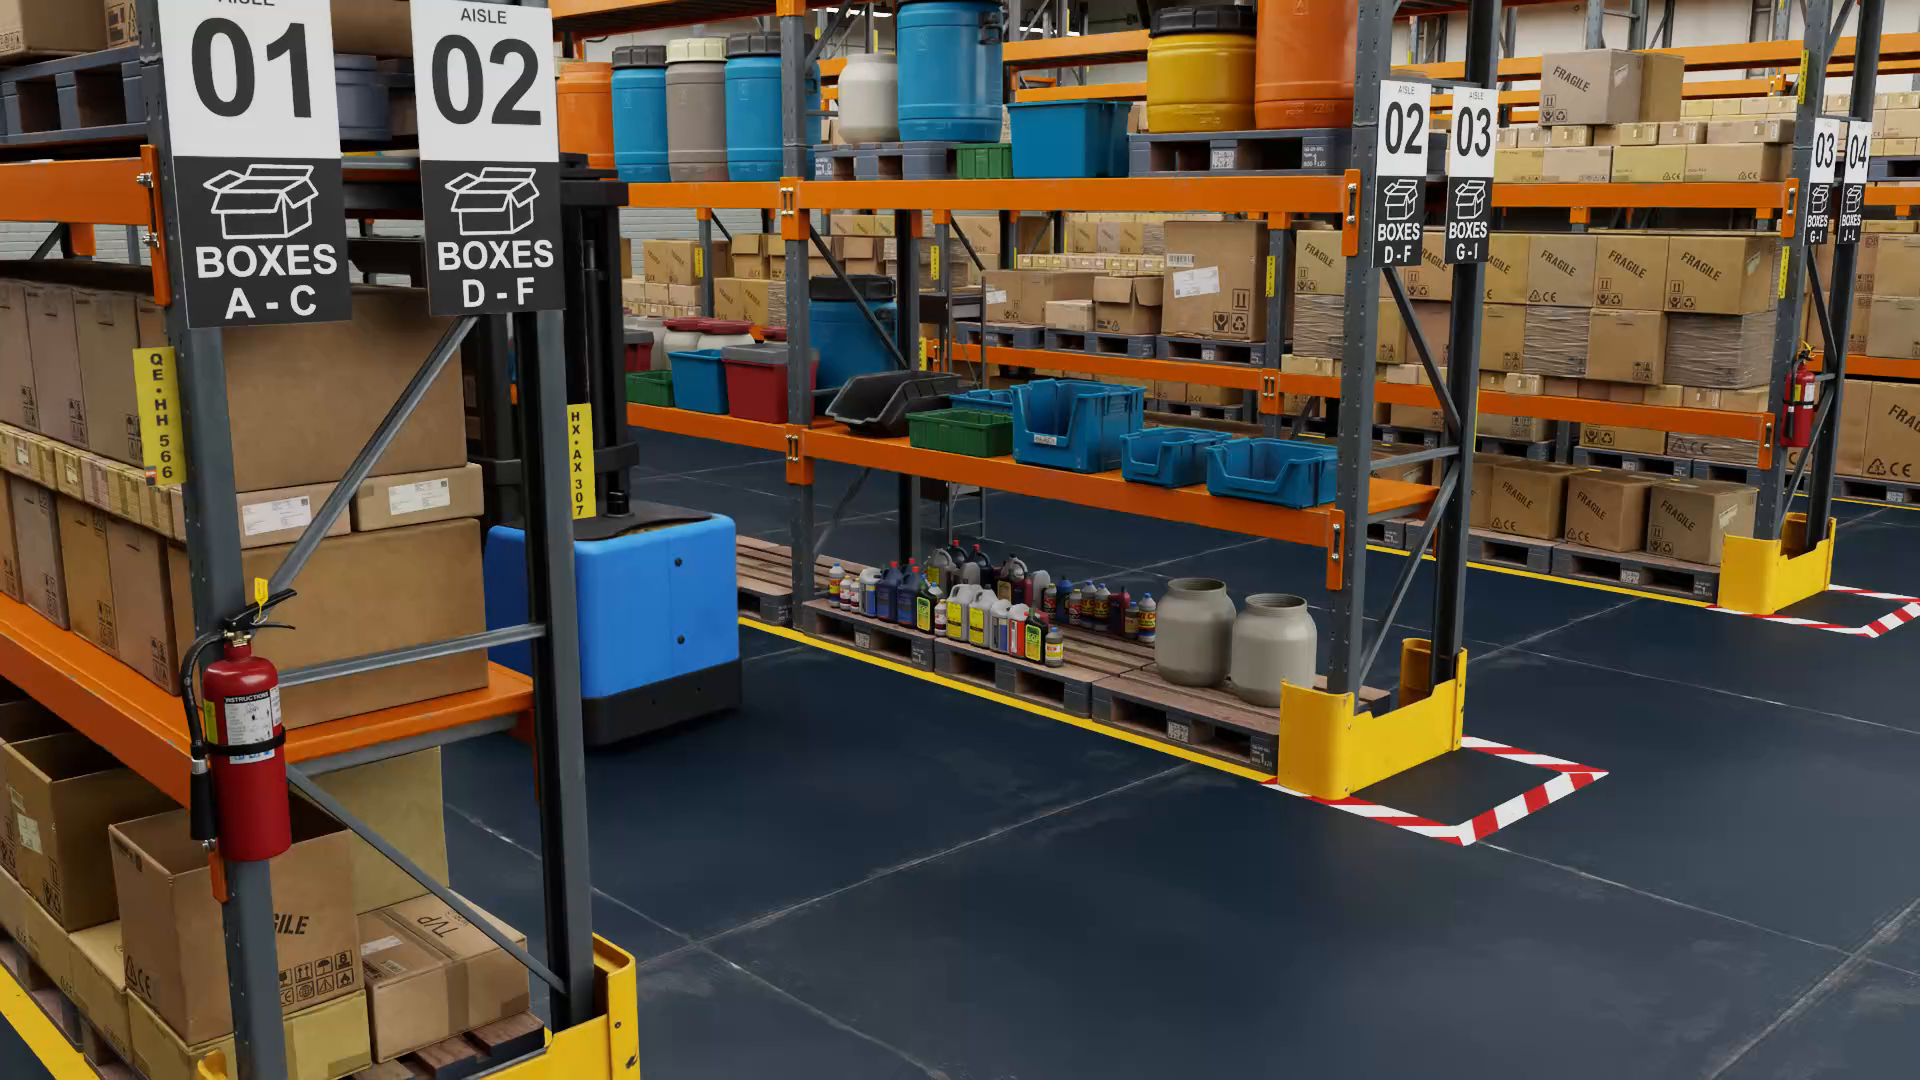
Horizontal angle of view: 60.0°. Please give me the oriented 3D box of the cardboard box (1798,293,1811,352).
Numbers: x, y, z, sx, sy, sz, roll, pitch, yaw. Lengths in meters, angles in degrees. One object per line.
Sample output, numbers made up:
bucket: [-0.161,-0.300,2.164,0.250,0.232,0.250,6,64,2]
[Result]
cardboard box: [7.959,-2.108,15.839,0.875,0.550,0.500,-11,16,-43]

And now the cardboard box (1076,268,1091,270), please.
cardboard box: [1.715,-3.445,21.543,0.380,0.149,0.250,-10,15,-40]

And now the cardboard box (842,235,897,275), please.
cardboard box: [-0.787,-2.975,17.683,0.797,0.503,0.637,-10,16,-41]

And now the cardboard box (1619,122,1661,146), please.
cardboard box: [4.707,-2.763,11.338,0.380,0.149,0.250,-11,16,-42]

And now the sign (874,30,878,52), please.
sign: [-1.298,-7.622,25.397,0.100,0.325,0.005,-11,16,-43]

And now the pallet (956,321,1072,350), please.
pallet: [0.723,-2.047,16.388,1.213,0.211,1.003,-11,16,-43]

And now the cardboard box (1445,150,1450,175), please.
cardboard box: [3.746,-2.790,12.458,0.500,0.250,0.500,11,16,43]

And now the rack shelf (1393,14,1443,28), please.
rack shelf: [6.765,-9.393,30.247,1.077,0.370,4.000,-11,16,-43]

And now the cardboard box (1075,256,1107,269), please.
cardboard box: [1.708,-3.591,21.515,0.380,0.149,0.250,-11,16,-43]

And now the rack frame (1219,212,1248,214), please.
rack frame: [5.384,-5.471,32.532,1.000,3.000,0.127,-11,16,-43]

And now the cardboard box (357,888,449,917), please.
cardboard box: [-2.046,1.277,5.554,0.500,0.250,0.500,-11,16,-43]

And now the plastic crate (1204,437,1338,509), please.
plastic crate: [1.534,-0.331,7.952,0.499,0.251,0.616,-11,16,-43]

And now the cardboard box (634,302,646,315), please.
cardboard box: [-3.767,-2.840,20.384,0.380,0.149,0.250,-11,16,-42]

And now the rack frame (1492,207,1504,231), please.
rack frame: [7.321,-3.611,23.505,1.000,3.000,0.127,-11,16,-43]

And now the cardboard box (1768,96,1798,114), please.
cardboard box: [7.630,-3.991,15.276,0.380,0.149,0.250,-11,16,-43]

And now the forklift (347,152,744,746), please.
forklift: [-2.608,-0.625,9.180,3.031,2.935,1.130,10,15,39]

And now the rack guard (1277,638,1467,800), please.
rack guard: [2.010,0.848,8.059,1.175,0.500,0.348,-11,16,-43]

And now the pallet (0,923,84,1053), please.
pallet: [-2.886,1.399,6.096,1.003,0.211,1.213,-11,16,-43]

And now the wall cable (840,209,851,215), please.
wall cable: [-2.114,-6.111,33.044,0.585,1.953,0.123,-11,16,-43]

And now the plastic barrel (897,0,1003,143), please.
plastic barrel: [-0.056,-2.716,9.445,0.600,0.901,0.708,-11,16,-43]

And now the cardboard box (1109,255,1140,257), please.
cardboard box: [2.179,-3.681,21.953,0.250,0.149,0.380,11,16,43]

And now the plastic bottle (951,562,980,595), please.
plastic bottle: [0.030,0.269,10.333,0.152,0.276,0.135,-11,16,-43]

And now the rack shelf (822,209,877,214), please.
rack shelf: [-0.333,-4.899,24.105,1.077,0.370,4.000,-11,16,-43]

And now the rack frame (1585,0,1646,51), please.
rack frame: [6.573,-5.261,16.646,1.000,3.000,0.127,-11,16,-43]

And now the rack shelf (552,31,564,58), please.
rack shelf: [-4.810,-4.222,14.376,1.077,0.370,4.000,-11,16,-43]

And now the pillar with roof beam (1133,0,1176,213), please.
pillar with roof beam: [1.060,-8.328,31.534,9.100,9.000,0.548,-11,16,-43]

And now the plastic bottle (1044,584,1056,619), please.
plastic bottle: [0.553,0.366,10.047,0.097,0.201,0.097,0,12,0]

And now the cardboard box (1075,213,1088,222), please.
cardboard box: [2.171,-5.462,28.157,0.380,0.149,0.250,-10,15,-41]

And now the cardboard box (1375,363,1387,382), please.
cardboard box: [3.383,-1.344,13.123,0.380,0.149,0.250,-11,16,-43]

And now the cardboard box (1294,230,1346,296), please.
cardboard box: [3.043,-2.229,13.336,0.500,0.500,0.500,-11,16,-43]

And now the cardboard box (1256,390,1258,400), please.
cardboard box: [3.507,-2.027,20.968,0.500,0.500,0.500,11,16,43]

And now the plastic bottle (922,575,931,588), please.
plastic bottle: [-0.221,0.345,9.976,0.097,0.271,0.097,0,12,0]

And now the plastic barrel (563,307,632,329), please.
plastic barrel: [-2.889,-1.581,13.314,0.600,0.536,0.708,-11,16,-43]

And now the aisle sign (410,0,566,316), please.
aisle sign: [-1.222,-0.989,4.335,0.394,0.787,0.004,-11,16,-43]

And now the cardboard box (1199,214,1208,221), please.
cardboard box: [4.012,-5.105,26.425,0.380,0.149,0.250,-10,16,-41]

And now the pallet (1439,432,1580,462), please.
pallet: [5.986,-1.059,18.028,1.003,0.211,1.213,-11,16,-43]

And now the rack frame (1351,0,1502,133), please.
rack frame: [2.096,-3.311,7.179,1.000,3.000,0.127,-11,16,-43]

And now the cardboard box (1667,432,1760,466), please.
cardboard box: [7.582,-1.255,16.295,0.875,0.875,0.875,-11,16,-42]

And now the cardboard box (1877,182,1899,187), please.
cardboard box: [10.834,-4.144,19.282,0.250,0.149,0.380,11,16,43]

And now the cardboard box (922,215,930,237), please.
cardboard box: [-0.545,-4.430,24.018,0.500,0.500,0.500,11,16,43]

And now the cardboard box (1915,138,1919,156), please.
cardboard box: [8.510,-3.415,14.455,0.380,0.149,0.250,-11,16,-42]

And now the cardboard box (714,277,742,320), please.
cardboard box: [-2.472,-2.761,19.130,0.500,0.500,0.500,-11,16,-42]

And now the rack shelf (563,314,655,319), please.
rack shelf: [-3.990,-2.753,21.125,1.077,0.370,4.000,-11,16,-43]

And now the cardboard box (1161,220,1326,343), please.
cardboard box: [2.469,-2.281,14.523,1.000,1.000,1.000,-11,16,-42]

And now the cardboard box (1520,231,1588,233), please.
cardboard box: [4.460,-2.084,12.630,0.500,0.500,0.500,-11,16,-43]

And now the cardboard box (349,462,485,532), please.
cardboard box: [-1.604,-0.136,4.785,0.380,0.149,0.250,-11,16,-43]

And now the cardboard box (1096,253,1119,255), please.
cardboard box: [2.628,-4.571,27.915,0.500,0.500,0.500,-11,16,-43]

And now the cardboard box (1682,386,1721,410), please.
cardboard box: [5.160,-0.989,11.400,0.380,0.149,0.250,-11,16,-43]

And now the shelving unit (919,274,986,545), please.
shelving unit: [-0.114,-1.053,13.317,0.431,2.100,0.503,-11,16,-43]

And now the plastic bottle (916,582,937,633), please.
plastic bottle: [-0.195,0.392,9.717,0.061,0.283,0.133,-10,15,-40]

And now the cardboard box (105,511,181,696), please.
cardboard box: [-2.168,0.123,5.135,0.700,0.500,0.500,-10,16,-41]
